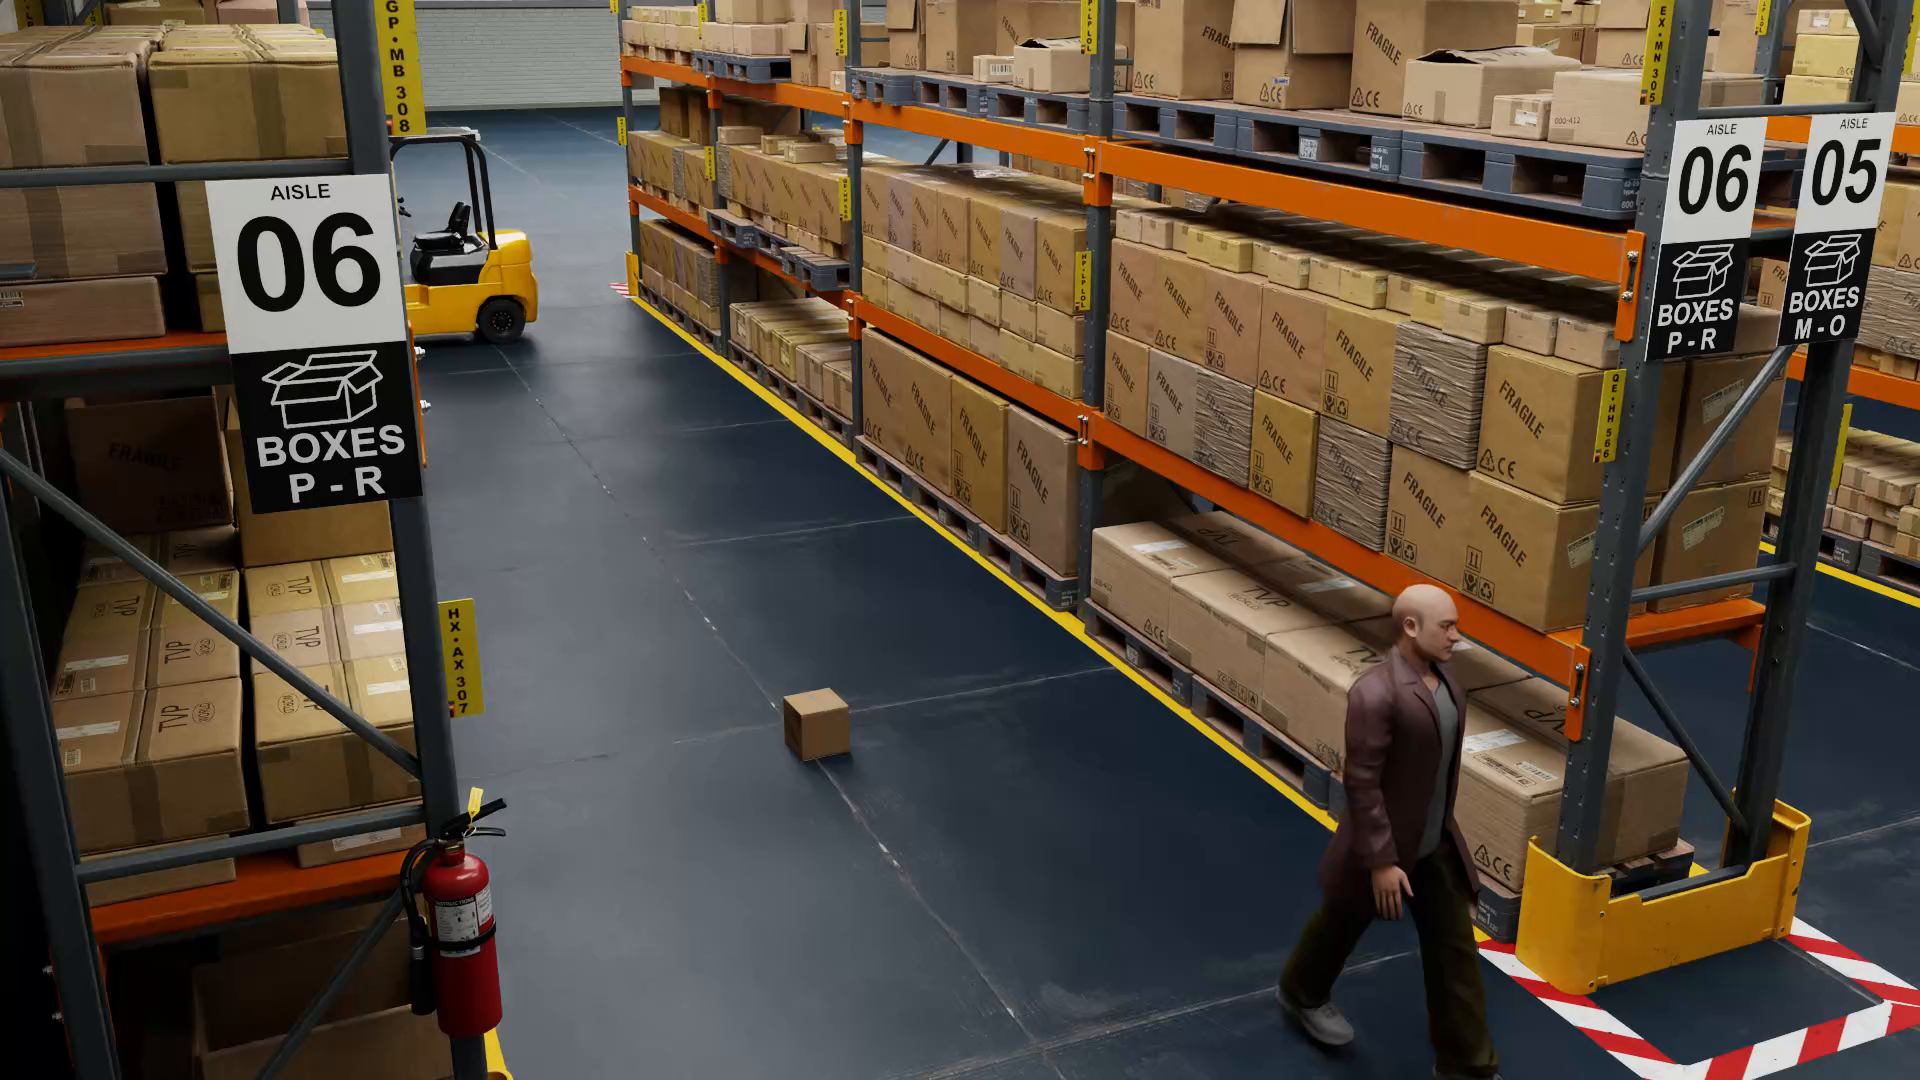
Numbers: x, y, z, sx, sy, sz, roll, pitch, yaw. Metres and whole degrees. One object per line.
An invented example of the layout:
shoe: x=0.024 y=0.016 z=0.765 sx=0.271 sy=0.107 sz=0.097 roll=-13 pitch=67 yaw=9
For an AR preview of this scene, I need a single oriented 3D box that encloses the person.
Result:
person: x=1.529 y=1.012 z=5.533 sx=0.654 sy=1.738 sz=0.998 roll=-14 pitch=23 yaw=-36
